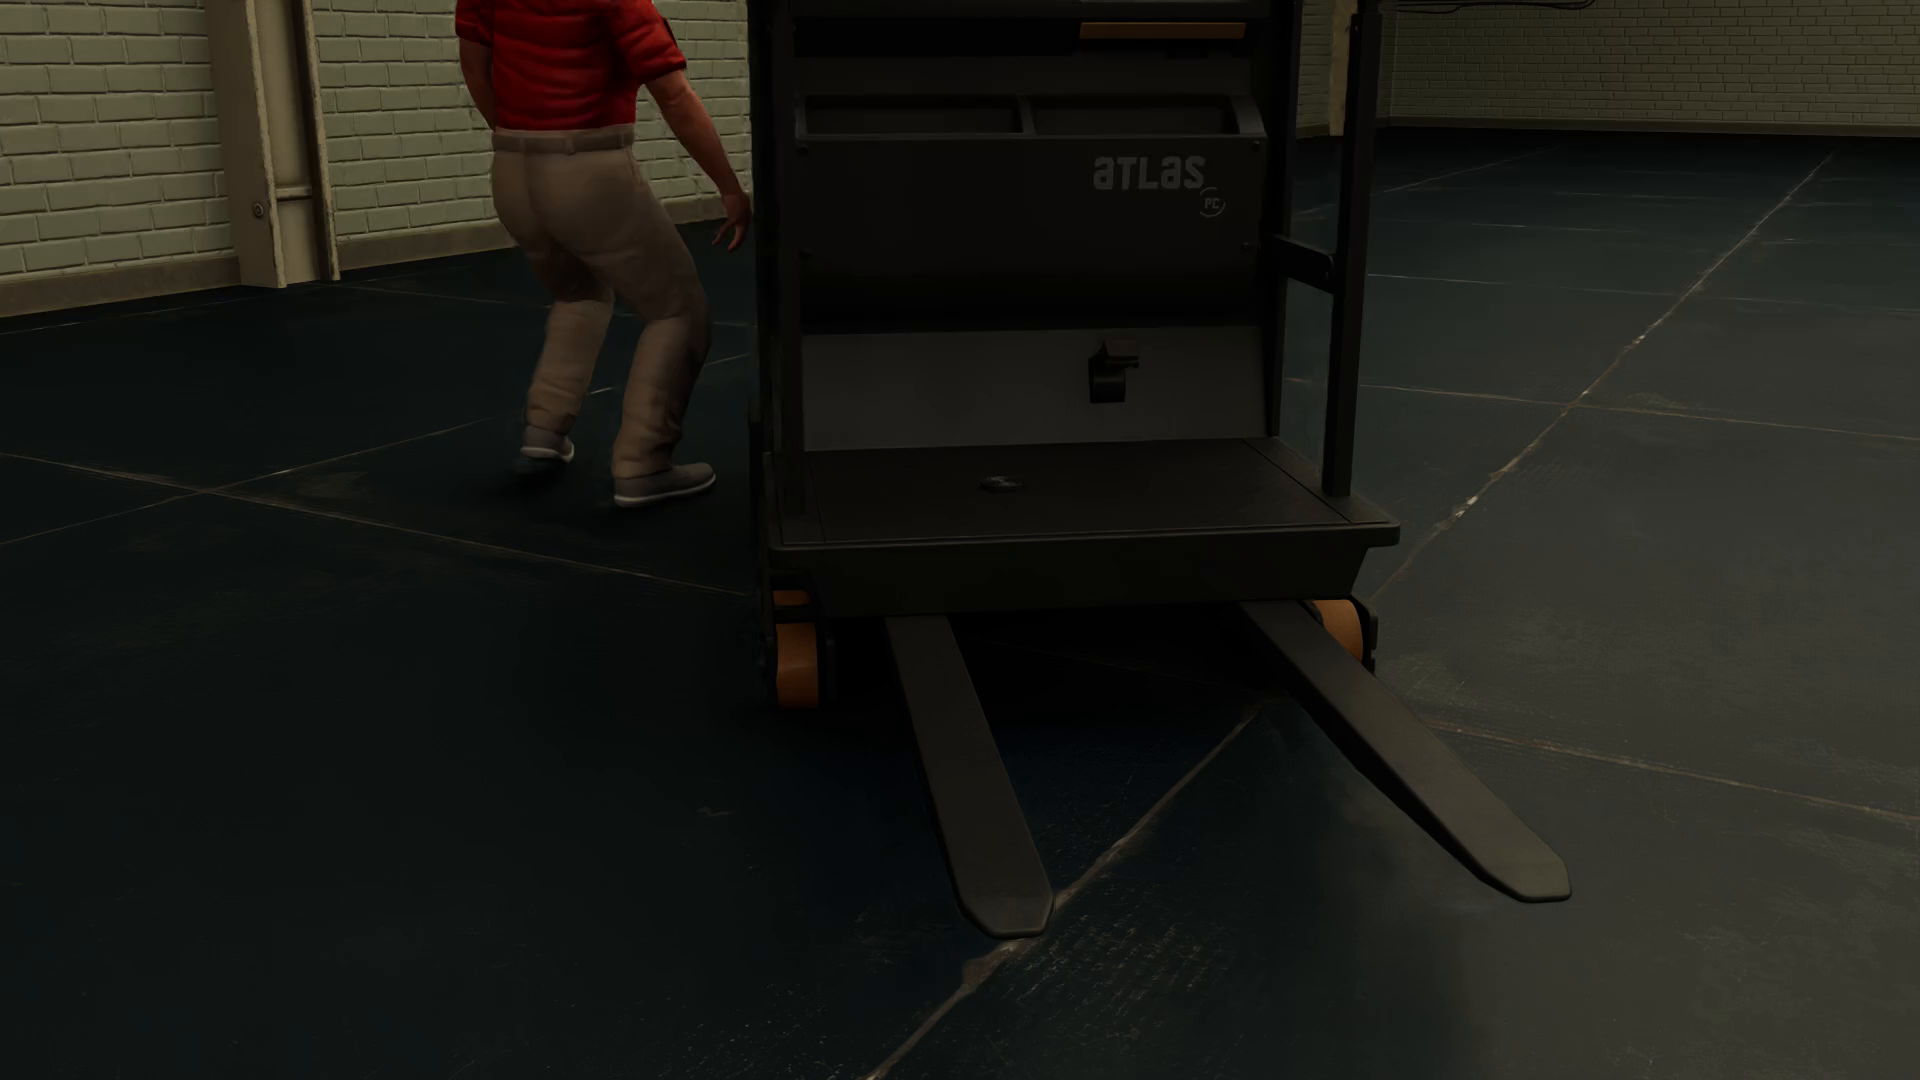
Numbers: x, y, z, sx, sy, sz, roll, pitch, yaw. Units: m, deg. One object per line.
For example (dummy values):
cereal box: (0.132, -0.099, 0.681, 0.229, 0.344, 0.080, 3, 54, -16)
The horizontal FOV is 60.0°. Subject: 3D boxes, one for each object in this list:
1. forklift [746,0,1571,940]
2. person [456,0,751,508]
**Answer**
forklift: (0.163, -1.201, 2.929, 1.130, 2.935, 3.031, -2, 17, -7)
person: (-0.929, -0.938, 4.290, 0.767, 1.645, 0.448, 11, 20, 33)
